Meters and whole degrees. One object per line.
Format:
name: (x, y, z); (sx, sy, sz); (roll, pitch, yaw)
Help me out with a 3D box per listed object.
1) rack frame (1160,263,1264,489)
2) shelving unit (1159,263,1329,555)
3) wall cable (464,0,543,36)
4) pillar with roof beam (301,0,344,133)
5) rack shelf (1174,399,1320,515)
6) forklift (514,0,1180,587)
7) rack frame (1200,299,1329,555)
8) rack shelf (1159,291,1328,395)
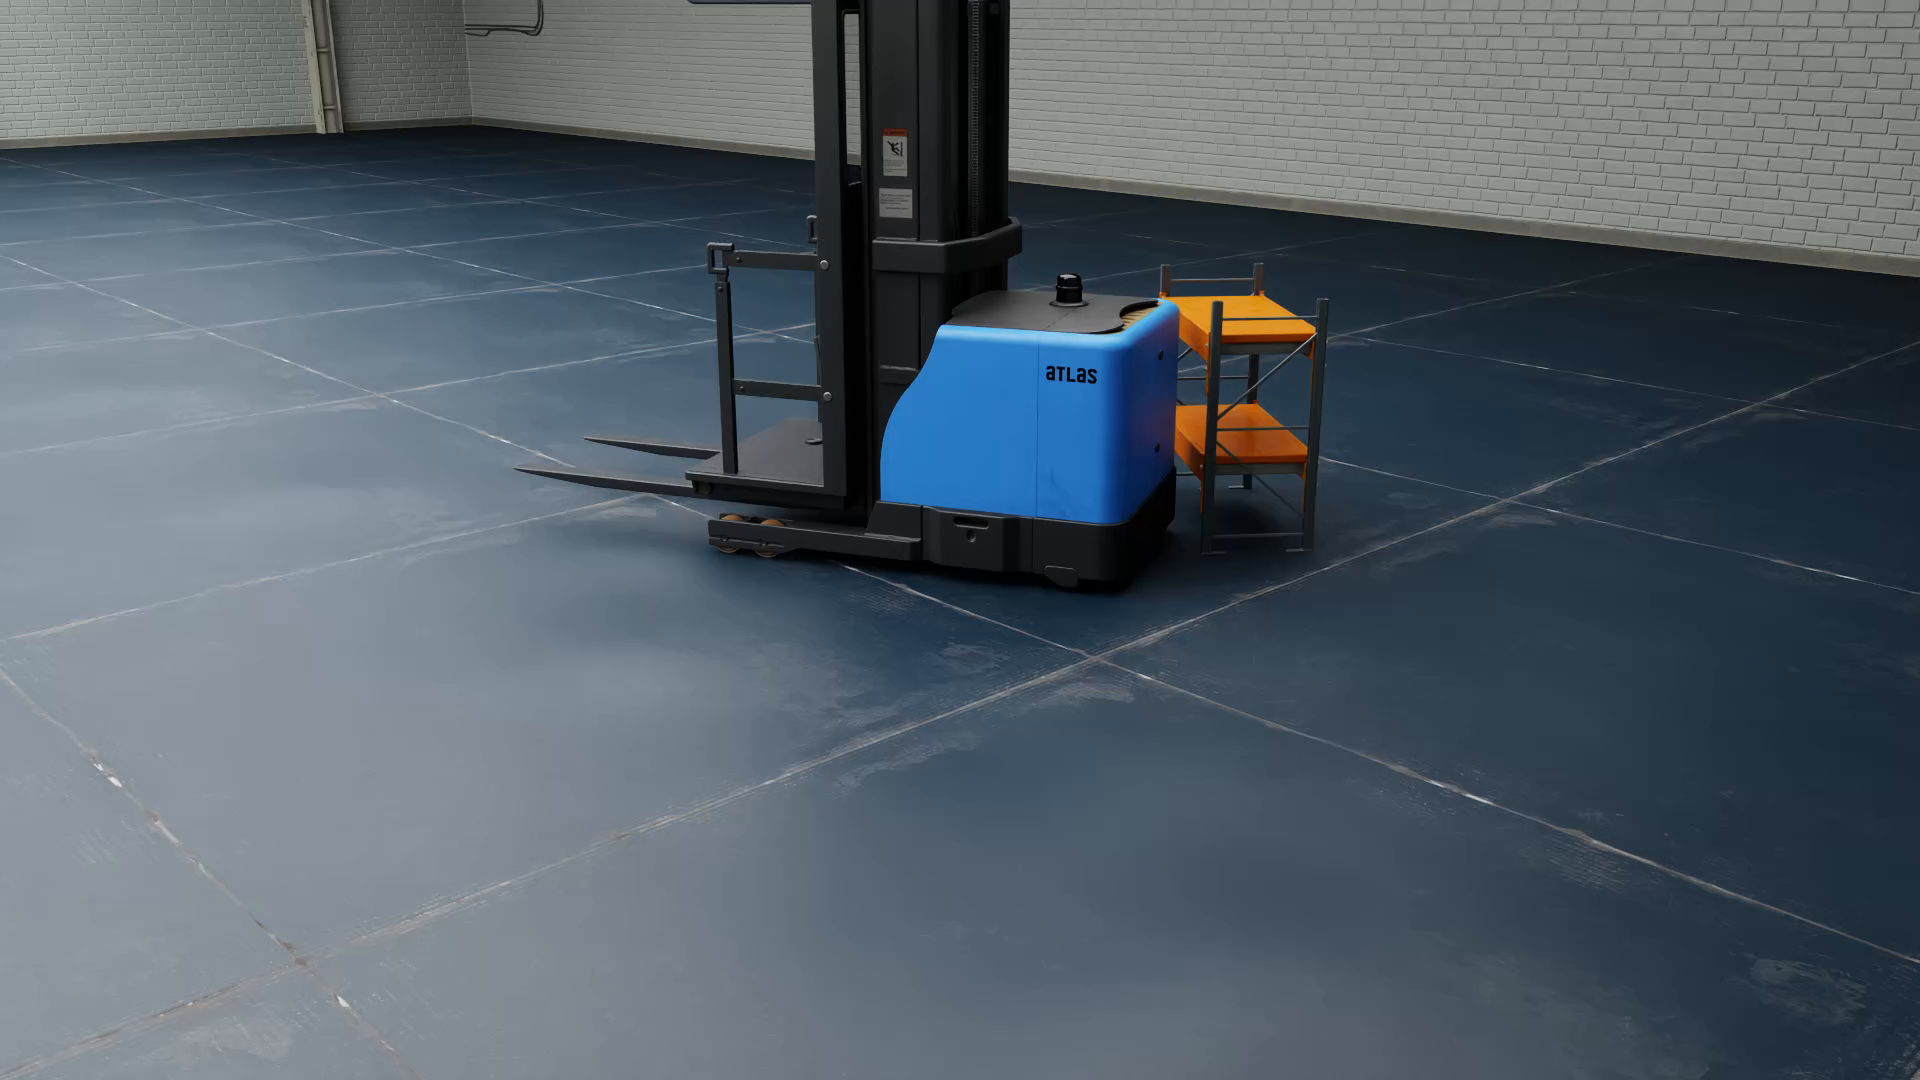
rack frame: (1.216, -0.792, 8.176); (0.500, 1.125, 0.032); (-2, 18, -5)
shelving unit: (1.266, -0.636, 7.695); (0.538, 1.125, 1.048); (-2, 18, -5)
wall cable: (-8.681, -10.721, 31.066); (0.112, 2.526, 3.097); (-16, 24, -41)
pillar with roof beam: (-8.772, -10.905, 26.600); (0.400, 9.000, 9.100); (-16, 24, -41)
rack shelf: (1.266, -0.404, 7.770); (0.538, 0.278, 1.000); (-2, 18, -5)
forklift: (-0.586, -1.461, 7.309); (3.031, 2.935, 1.130); (6, 19, 19)
rack frame: (1.315, -0.480, 7.214); (0.500, 1.125, 0.032); (-2, 18, -5)
rack shelf: (1.266, -0.915, 7.605); (0.538, 0.278, 1.000); (-2, 18, -5)
